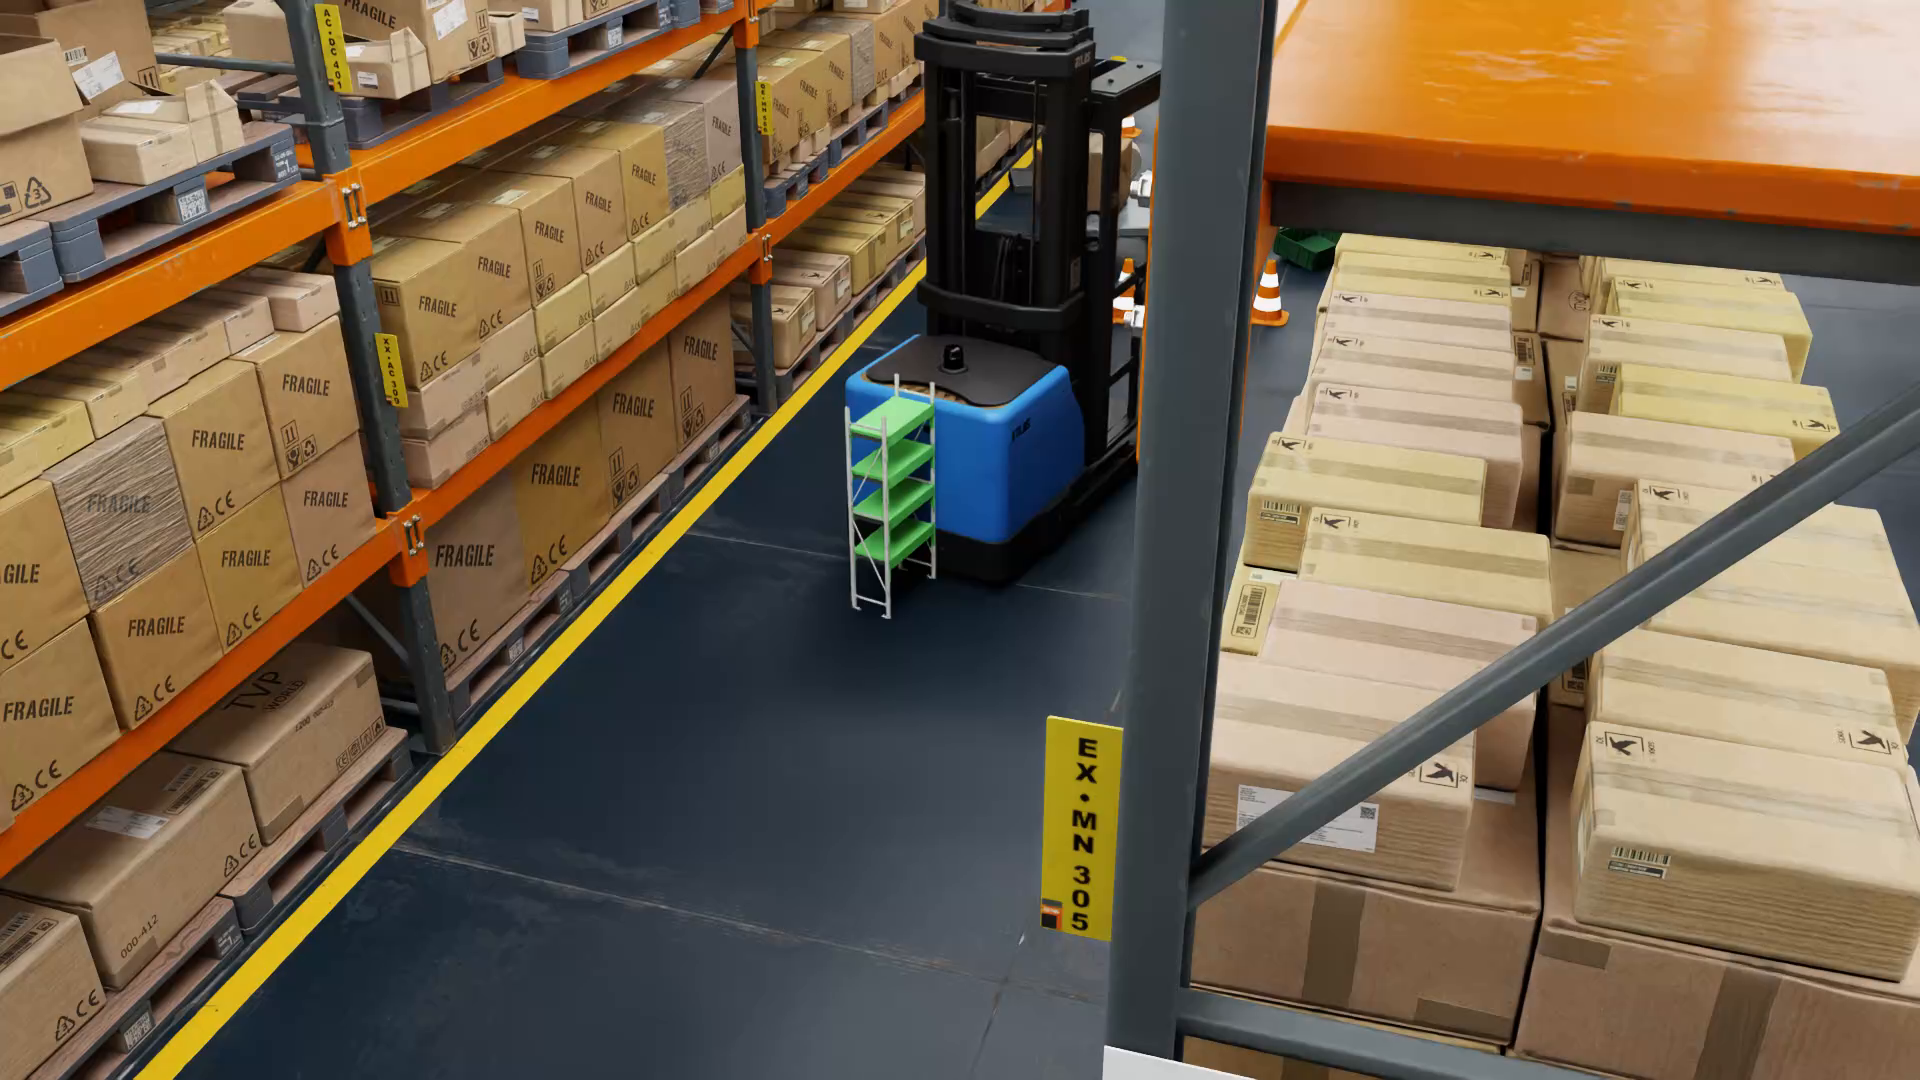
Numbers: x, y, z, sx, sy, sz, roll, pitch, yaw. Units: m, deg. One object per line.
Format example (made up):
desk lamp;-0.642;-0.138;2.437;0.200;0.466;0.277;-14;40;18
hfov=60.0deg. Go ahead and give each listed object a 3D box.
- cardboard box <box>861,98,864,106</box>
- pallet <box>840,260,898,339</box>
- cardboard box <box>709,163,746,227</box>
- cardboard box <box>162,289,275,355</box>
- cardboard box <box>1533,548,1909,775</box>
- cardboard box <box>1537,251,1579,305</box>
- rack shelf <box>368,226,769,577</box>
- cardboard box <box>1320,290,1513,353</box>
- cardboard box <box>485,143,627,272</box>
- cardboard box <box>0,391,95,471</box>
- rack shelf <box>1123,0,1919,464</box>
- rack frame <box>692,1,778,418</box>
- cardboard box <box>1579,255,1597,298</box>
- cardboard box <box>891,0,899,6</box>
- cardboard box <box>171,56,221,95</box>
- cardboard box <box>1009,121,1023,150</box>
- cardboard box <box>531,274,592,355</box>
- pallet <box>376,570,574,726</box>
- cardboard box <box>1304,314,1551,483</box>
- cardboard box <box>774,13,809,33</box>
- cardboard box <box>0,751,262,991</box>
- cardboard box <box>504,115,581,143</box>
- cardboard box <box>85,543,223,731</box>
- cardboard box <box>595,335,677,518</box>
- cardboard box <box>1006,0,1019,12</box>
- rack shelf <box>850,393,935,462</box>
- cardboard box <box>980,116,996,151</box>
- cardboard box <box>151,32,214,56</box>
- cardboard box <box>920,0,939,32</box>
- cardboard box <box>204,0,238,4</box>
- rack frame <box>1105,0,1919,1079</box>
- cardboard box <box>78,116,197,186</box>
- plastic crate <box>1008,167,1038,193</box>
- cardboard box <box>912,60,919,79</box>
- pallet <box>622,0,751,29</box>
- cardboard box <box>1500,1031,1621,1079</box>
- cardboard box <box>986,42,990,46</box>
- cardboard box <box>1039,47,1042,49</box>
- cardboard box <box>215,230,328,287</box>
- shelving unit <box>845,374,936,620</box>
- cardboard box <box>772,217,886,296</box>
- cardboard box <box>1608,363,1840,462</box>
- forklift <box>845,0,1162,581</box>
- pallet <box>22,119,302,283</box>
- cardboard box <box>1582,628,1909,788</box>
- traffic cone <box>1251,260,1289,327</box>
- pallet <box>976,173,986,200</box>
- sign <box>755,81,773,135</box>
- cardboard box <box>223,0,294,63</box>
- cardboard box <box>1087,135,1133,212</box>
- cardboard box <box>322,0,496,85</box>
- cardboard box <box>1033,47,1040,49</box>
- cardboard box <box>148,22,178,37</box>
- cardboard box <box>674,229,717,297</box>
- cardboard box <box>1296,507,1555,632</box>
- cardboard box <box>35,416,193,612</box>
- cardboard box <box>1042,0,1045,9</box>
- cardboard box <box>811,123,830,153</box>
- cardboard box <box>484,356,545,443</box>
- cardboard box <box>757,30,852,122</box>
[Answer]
cardboard box;-0.940;-3.308;12.438;0.380;0.149;0.250;7;30;13
pallet;-1.148;-1.944;13.027;1.003;0.211;1.213;8;30;15
cardboard box;-1.638;-2.126;10.125;0.500;0.250;0.500;8;30;15
cardboard box;-2.880;-0.844;6.382;0.380;0.149;0.250;9;30;16
cardboard box;1.205;0.270;2.734;0.500;0.250;0.500;8;30;14
cardboard box;1.793;-0.689;4.457;0.500;0.250;0.500;7;30;13
rack shelf;-2.325;-0.990;9.184;1.077;0.370;4.000;8;30;15
cardboard box;0.965;-0.403;3.534;0.380;0.149;0.250;8;30;13
cardboard box;-2.090;-1.733;8.649;0.500;0.500;0.500;8;30;14
cardboard box;-3.134;-0.366;5.523;0.380;0.149;0.250;8;30;14
rack shelf;1.262;-1.092;3.200;1.077;0.370;4.000;8;30;15
rack frame;-1.738;-2.234;10.680;1.000;3.000;0.127;8;30;15
cardboard box;1.721;-0.684;4.038;0.380;0.149;0.250;7;30;13
cardboard box;-0.674;-4.165;12.643;0.380;0.149;0.250;8;30;13
cardboard box;-5.973;-3.497;12.591;0.500;0.250;0.500;9;30;16
cardboard box;0.322;-4.036;16.316;0.500;0.250;0.500;7;30;13
cardboard box;-2.214;-1.169;8.406;0.500;0.250;0.500;9;30;16
pallet;-2.758;0.474;8.681;1.003;0.211;1.213;8;30;15
cardboard box;1.028;-0.279;3.721;0.500;0.250;0.500;7;30;13
cardboard box;-1.421;-3.572;12.245;0.500;0.500;0.500;7;30;13
cardboard box;-3.461;1.254;6.615;0.875;0.438;0.875;8;30;13
cardboard box;-2.420;-2.050;9.219;0.500;0.500;0.500;9;30;16
cardboard box;-3.083;0.309;6.006;0.500;0.500;0.500;8;30;14
cardboard box;-2.286;-0.766;9.795;0.875;0.875;0.875;9;30;15
cardboard box;0.246;-5.137;15.490;0.500;0.500;0.500;9;30;15
rack shelf;-0.361;-0.592;8.725;0.258;0.148;0.480;15;33;25
cardboard box;0.013;-3.889;15.280;0.500;0.500;0.500;10;31;17
cardboard box;-5.917;-3.744;12.625;0.380;0.149;0.250;9;30;15
cardboard box;-0.480;-4.203;13.378;0.500;0.500;0.500;8;30;14
cardboard box;-6.043;-4.409;13.820;0.380;0.149;0.250;8;30;14
rack frame;0.675;-0.479;1.354;1.000;3.000;0.127;8;30;15
cardboard box;-2.872;-1.338;5.708;0.380;0.149;0.250;9;30;16
plastic crate;0.681;-3.430;15.833;0.402;0.080;0.583;-1;29;-3
cardboard box;-0.546;-3.768;13.264;0.380;0.149;0.250;8;30;13
pallet;-1.877;-3.156;9.446;1.213;0.211;1.003;10;31;17
cardboard box;1.051;0.726;2.429;0.500;0.250;0.500;10;30;17
cardboard box;0.062;-4.575;15.146;0.380;0.149;0.250;8;30;15
cardboard box;0.624;-4.852;17.011;0.500;0.500;0.500;9;30;15
cardboard box;-3.021;-1.099;7.509;0.500;0.500;0.500;9;30;16
shelving unit;-0.361;-0.229;8.927;0.258;1.200;0.503;15;33;25
cardboard box;-1.126;-2.226;12.937;0.950;0.372;0.625;10;30;17
cardboard box;1.444;-0.201;3.170;0.380;0.149;0.250;9;30;16
forklift;0.512;-1.736;9.856;1.130;2.935;3.031;15;33;25
pallet;-3.163;-1.268;5.950;1.003;0.211;1.213;8;30;15
cardboard box;1.080;0.271;2.321;0.380;0.149;0.250;10;31;17
traffic cone;2.360;-1.917;12.720;0.336;0.463;0.334;8;30;15
pallet;-0.401;-3.192;15.270;1.003;0.211;1.213;8;30;15
sign;-1.207;-2.662;10.259;0.100;0.325;0.005;8;30;15
cardboard box;-2.854;-2.270;7.319;0.500;0.311;0.500;8;30;15
cardboard box;1.146;-3.091;14.014;0.500;0.500;0.500;8;30;15
cardboard box;-2.376;-2.281;7.145;0.500;0.500;0.500;8;30;14
cardboard box;0.580;-4.955;16.530;0.380;0.149;0.250;9;30;16
cardboard box;-6.322;-3.931;12.961;0.380;0.149;0.250;8;30;15
cardboard box;-1.773;-1.657;9.797;0.500;0.250;0.500;9;30;16
cardboard box;0.732;0.089;2.649;0.380;0.149;0.250;8;30;13
cardboard box;-3.084;-0.125;5.757;0.500;0.500;0.500;9;30;16
cardboard box;0.641;-5.388;16.608;0.380;0.149;0.250;8;30;14
cardboard box;-1.125;-2.804;11.532;0.380;0.149;0.250;9;30;15
cardboard box;-2.380;-0.717;8.108;0.500;0.250;0.500;8;30;14
cardboard box;-1.089;-3.258;11.681;0.500;0.500;0.500;9;30;16
